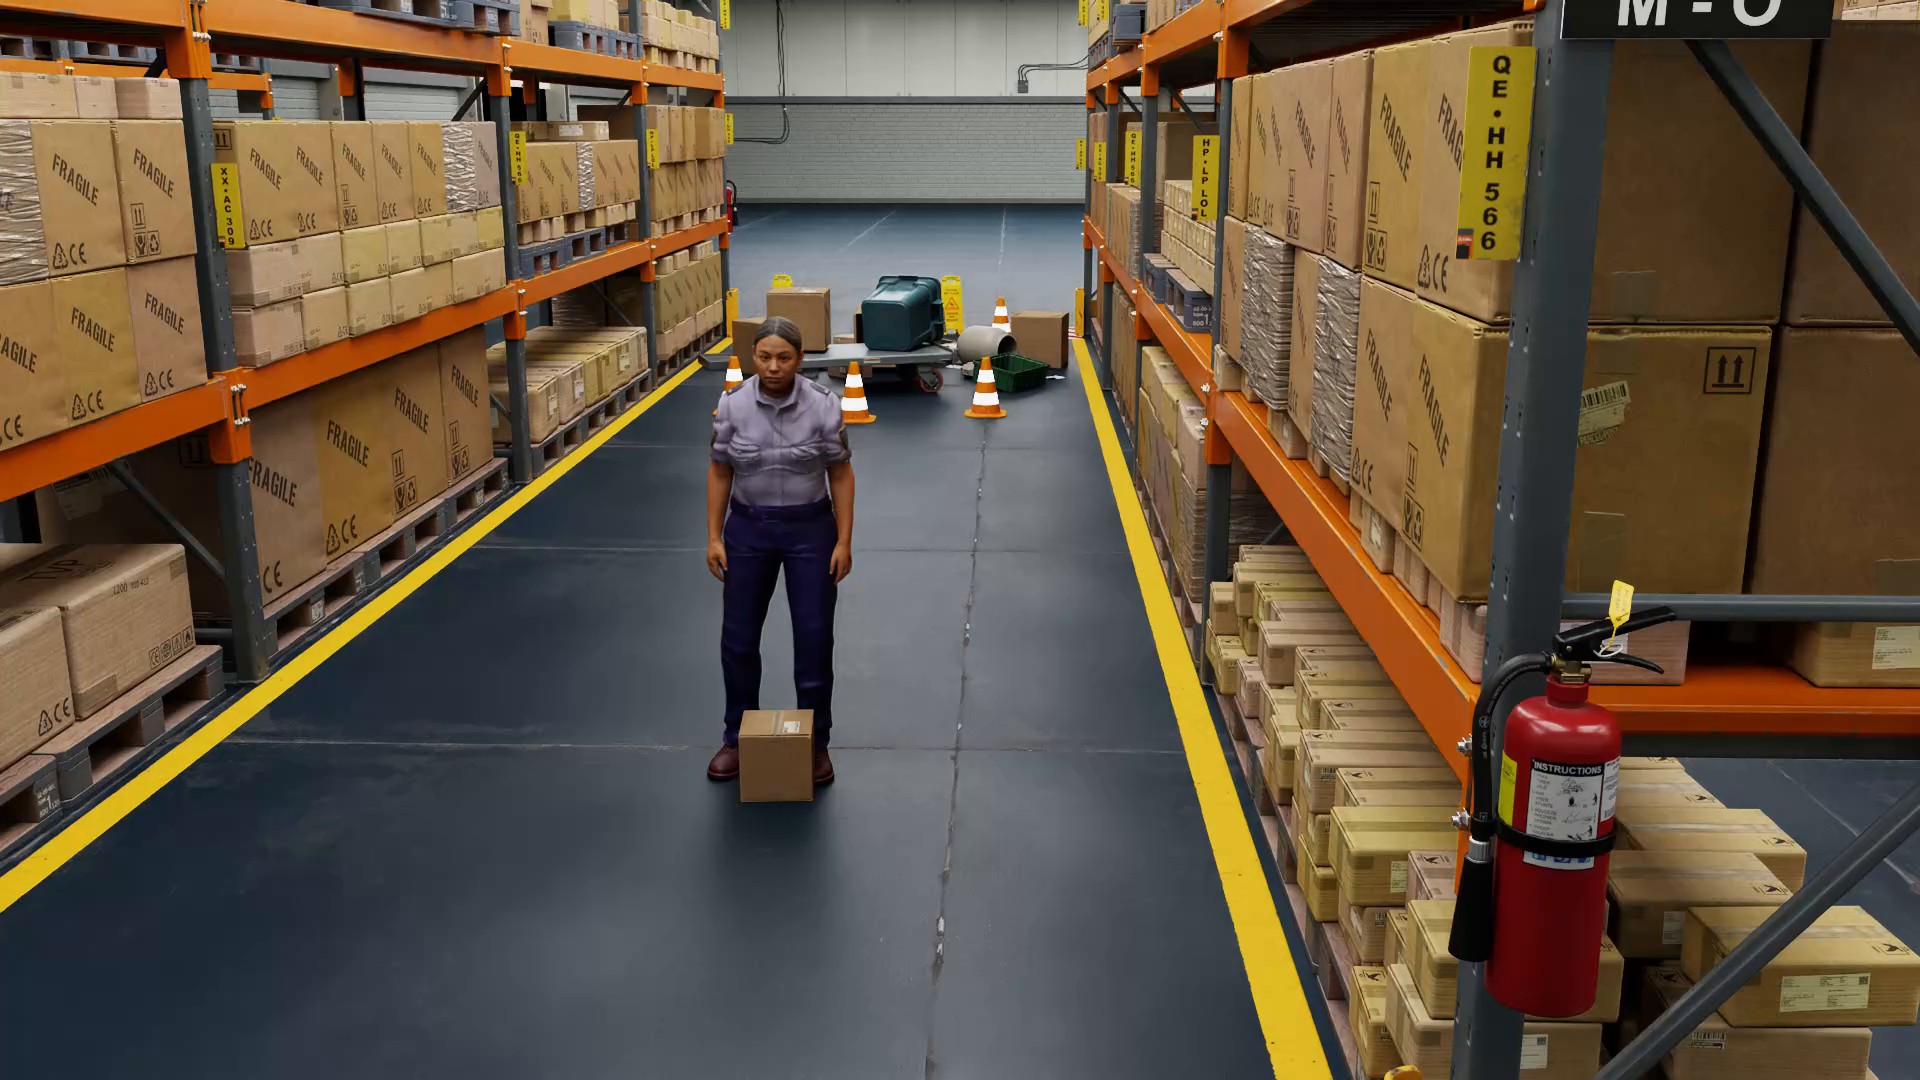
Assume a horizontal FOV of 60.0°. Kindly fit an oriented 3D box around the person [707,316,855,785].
[{"bbox_3d":[-0.644,0.028,5.905,0.538,1.652,0.414,0,14,2],"label":"person"}]
